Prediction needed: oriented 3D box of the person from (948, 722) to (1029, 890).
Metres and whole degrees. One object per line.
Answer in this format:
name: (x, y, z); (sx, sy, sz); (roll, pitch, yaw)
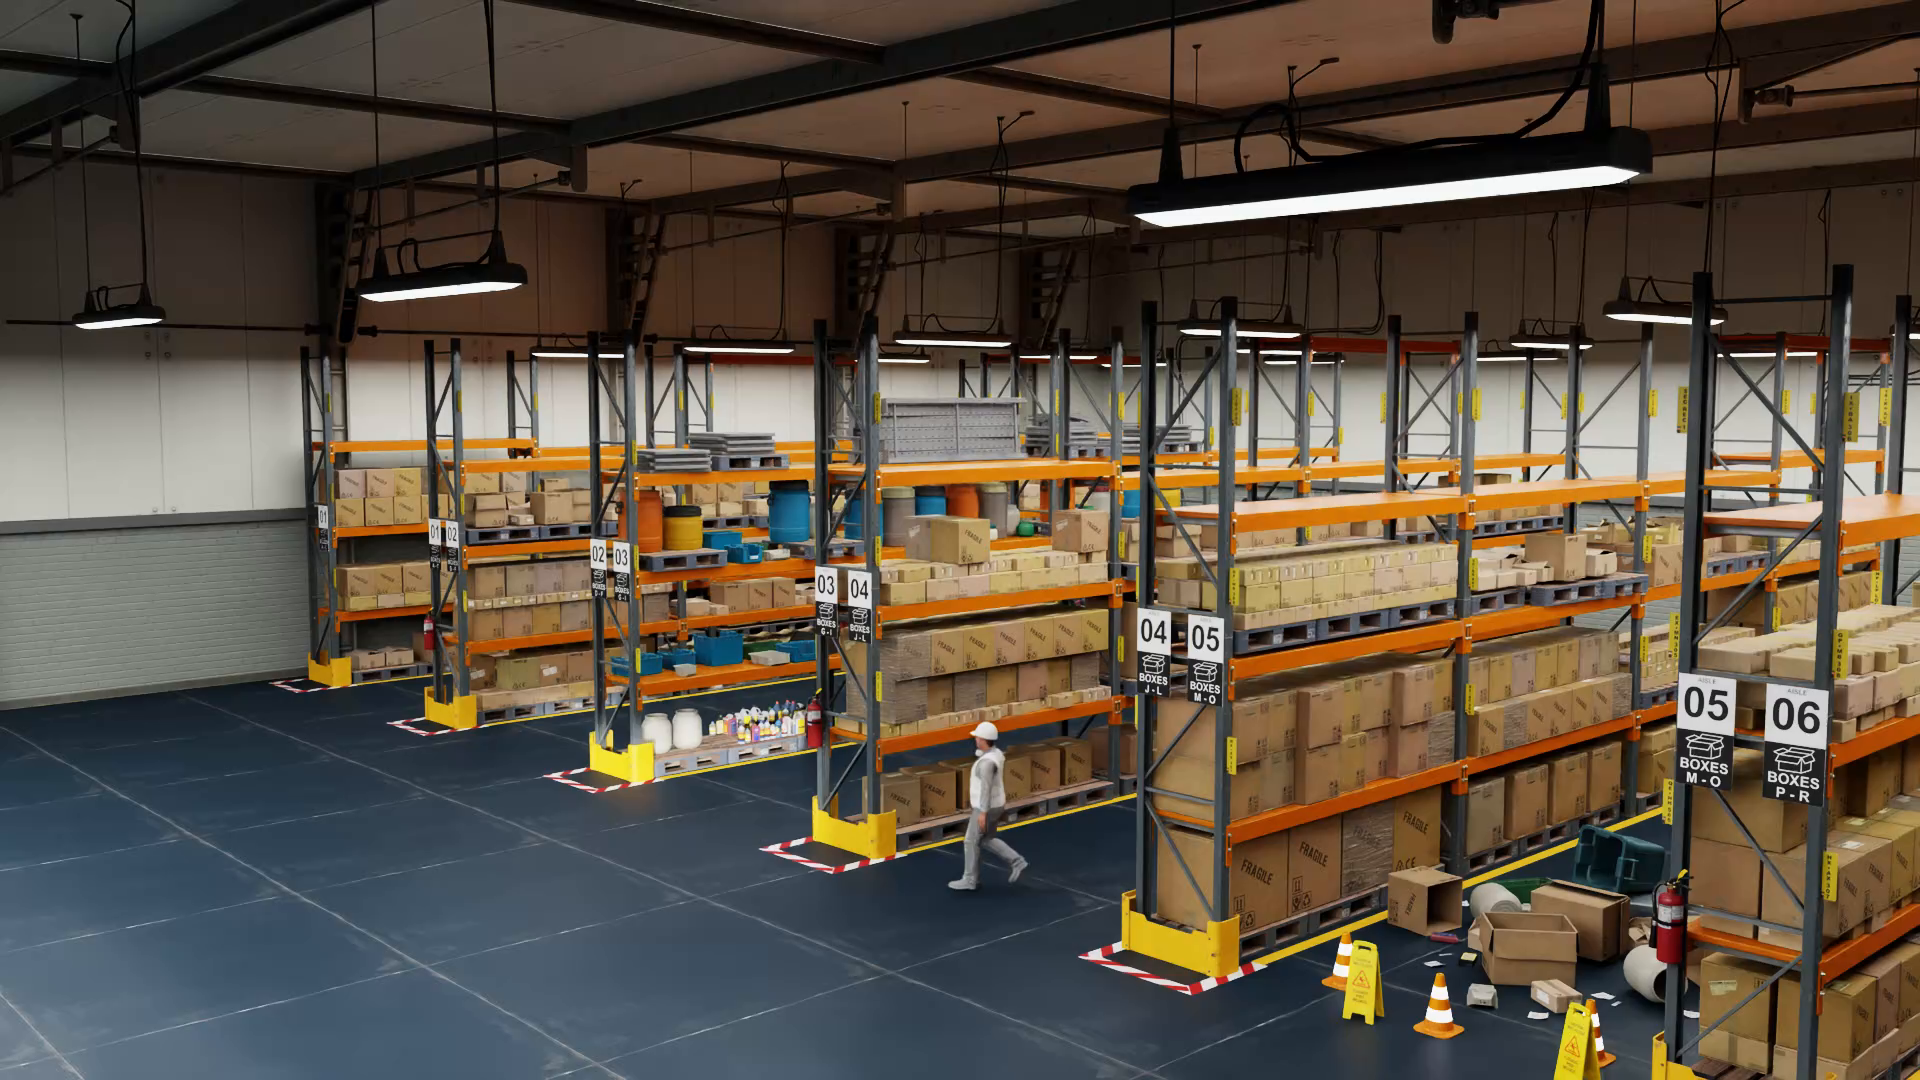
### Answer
person: (0.308, 2.759, 17.313); (0.818, 1.752, 0.576); (1, 5, 13)
